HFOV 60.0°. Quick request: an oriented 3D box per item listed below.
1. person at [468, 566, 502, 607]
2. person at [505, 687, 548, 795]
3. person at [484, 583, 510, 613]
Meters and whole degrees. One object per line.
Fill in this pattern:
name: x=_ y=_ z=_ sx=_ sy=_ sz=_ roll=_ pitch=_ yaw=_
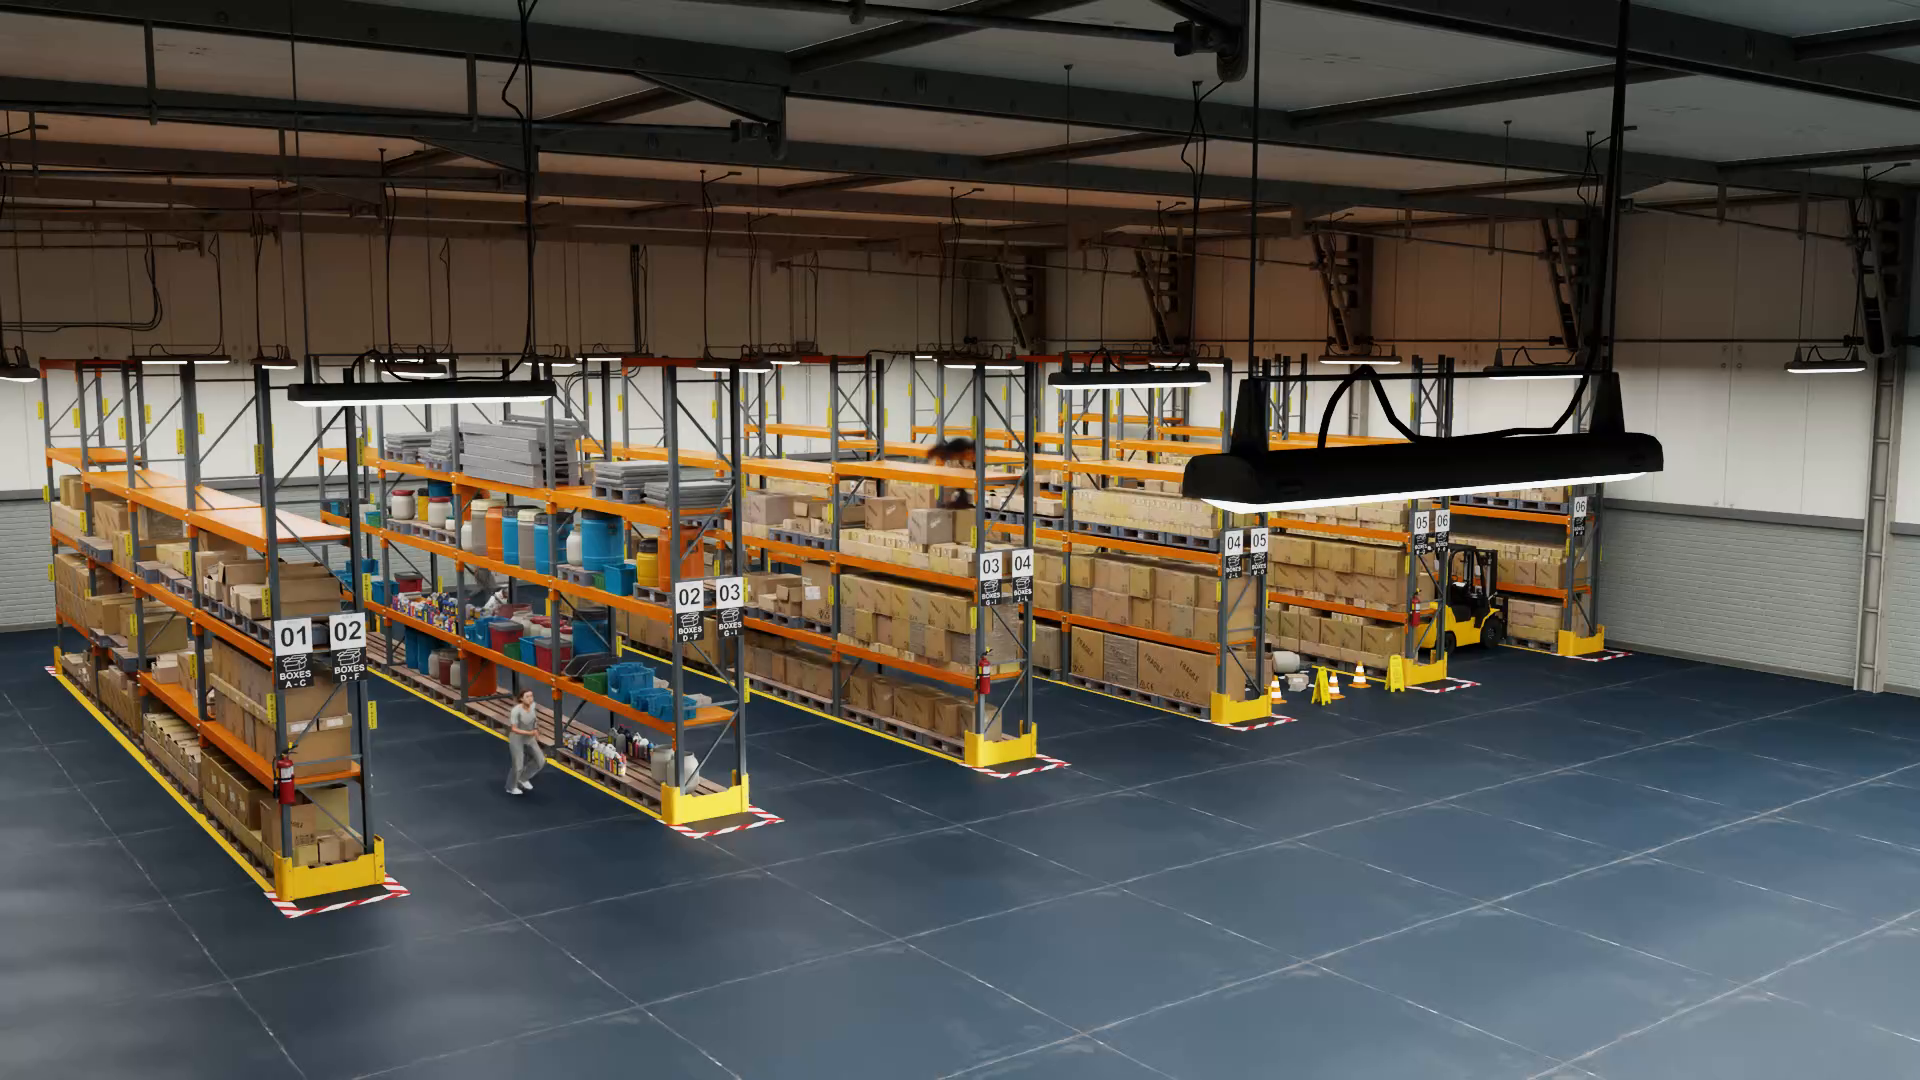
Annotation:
person: x=-11.309 y=0.809 z=39.463 sx=0.661 sy=1.594 sz=0.663 roll=2 pitch=7 yaw=17
person: x=-6.009 y=2.789 z=23.042 sx=0.846 sy=1.563 sz=0.572 roll=5 pitch=9 yaw=37
person: x=-9.365 y=1.608 z=33.299 sx=1.165 sy=1.553 sz=0.660 roll=3 pitch=8 yaw=27
